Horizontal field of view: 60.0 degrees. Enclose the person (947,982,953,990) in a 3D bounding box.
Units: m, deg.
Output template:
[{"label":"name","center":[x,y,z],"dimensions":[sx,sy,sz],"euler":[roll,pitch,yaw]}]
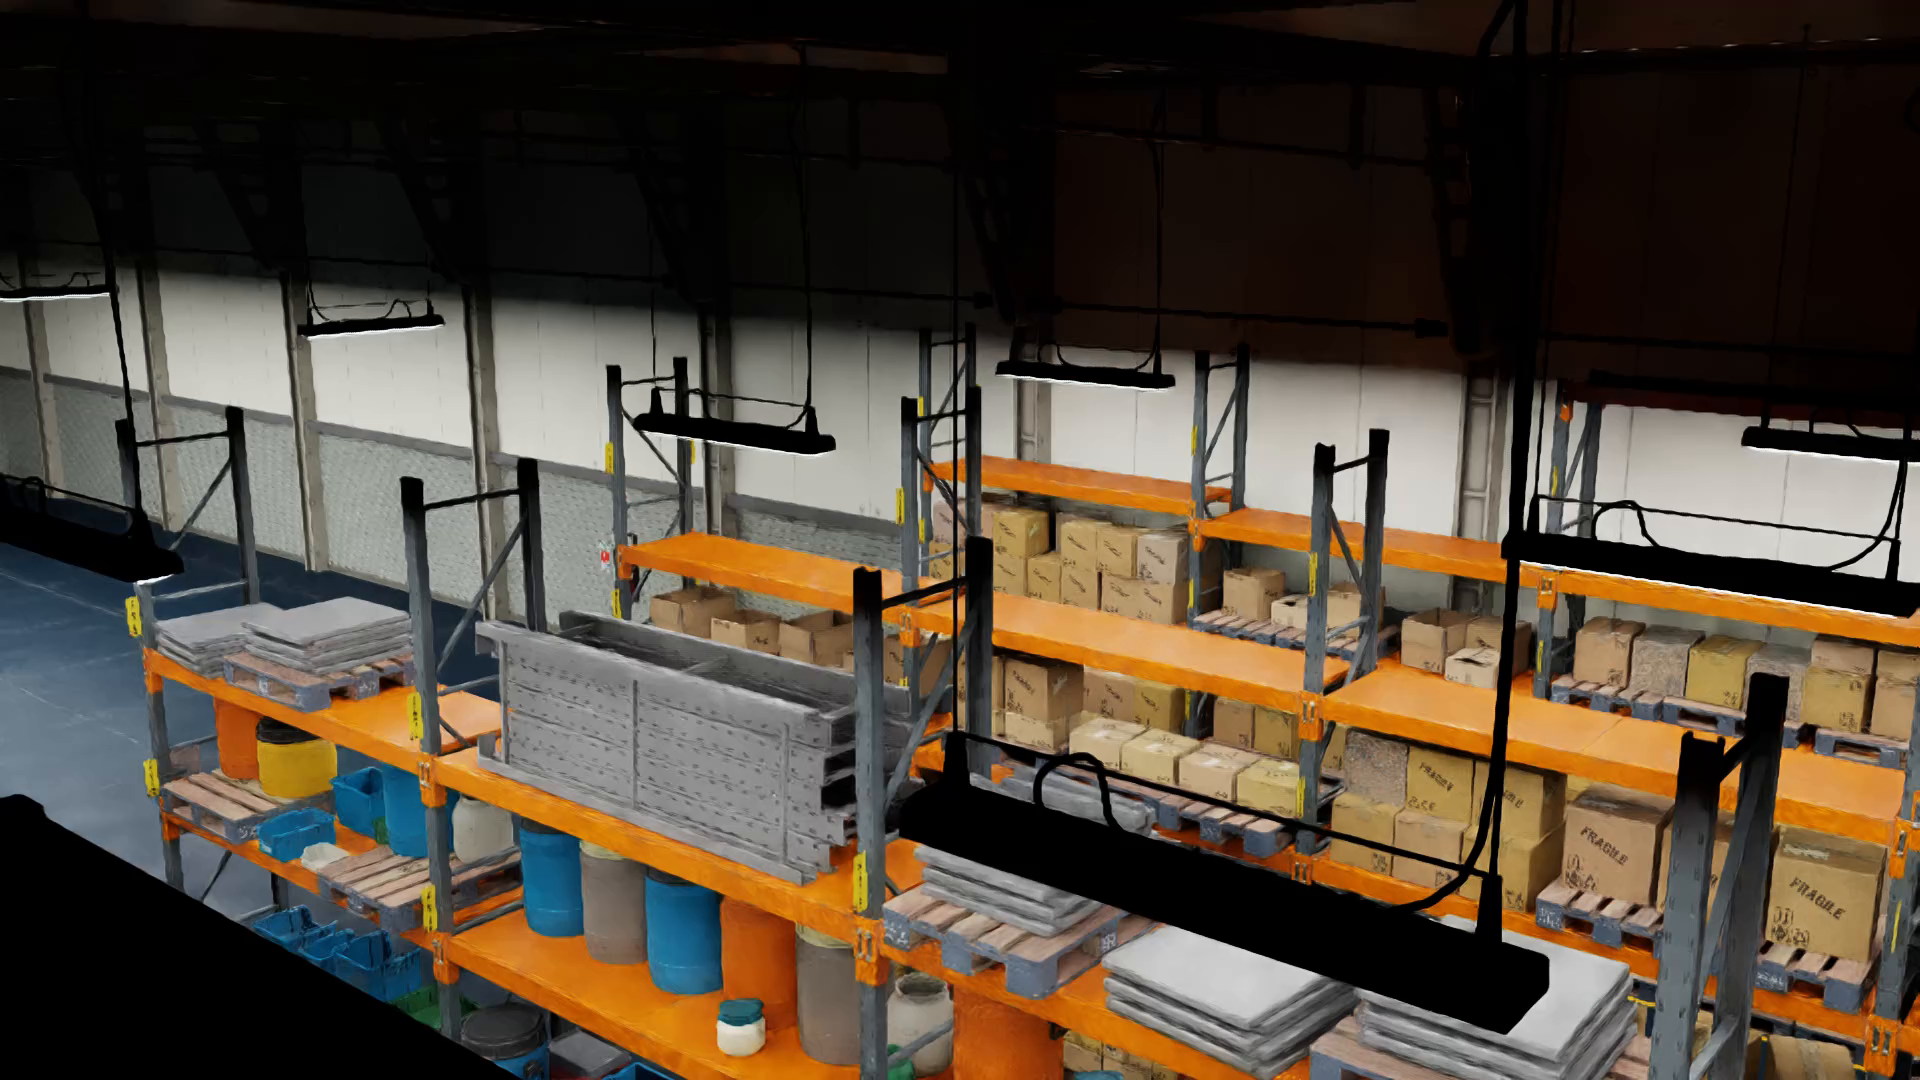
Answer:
[{"label":"person","center":[0.059,4.225,13.723],"dimensions":[0.857,1.662,0.701],"euler":[5,14,22]}]
